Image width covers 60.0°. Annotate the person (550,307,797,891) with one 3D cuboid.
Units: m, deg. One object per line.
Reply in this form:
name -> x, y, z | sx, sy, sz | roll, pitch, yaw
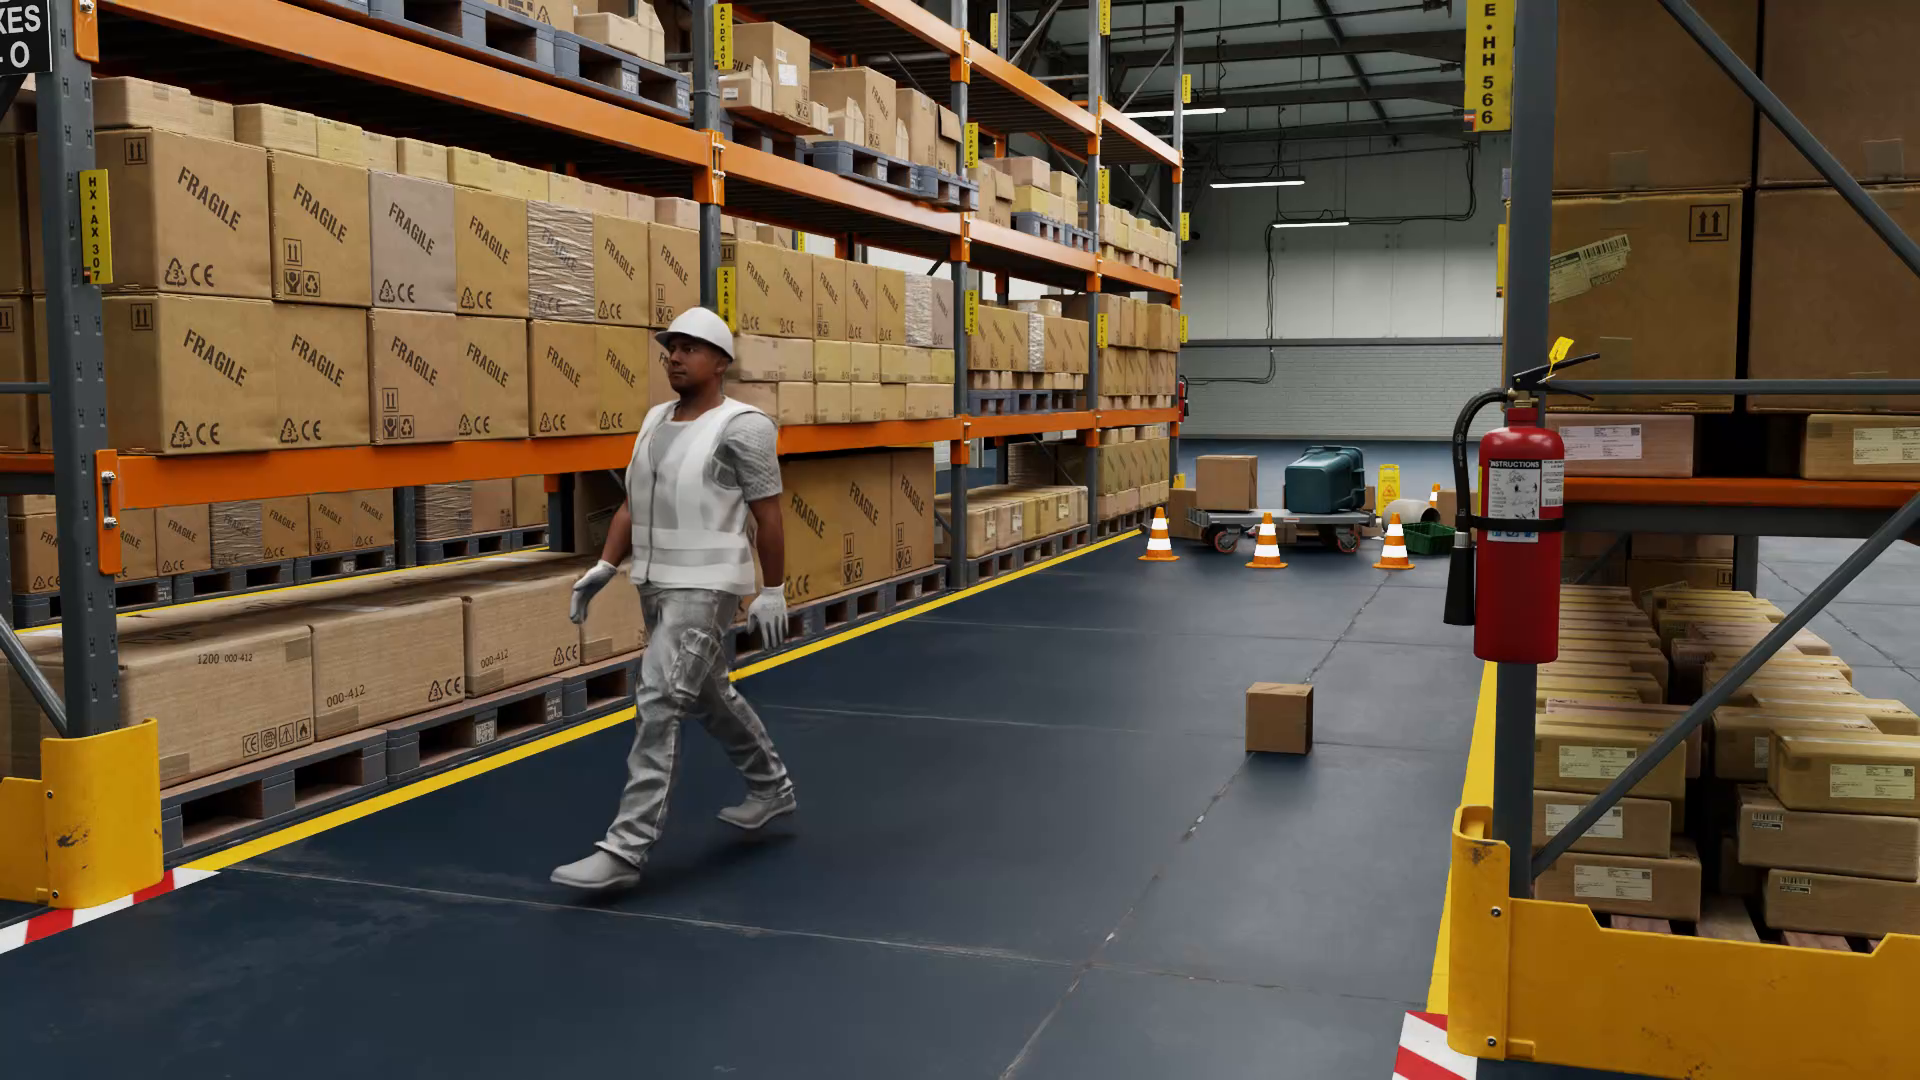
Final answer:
person -> -0.892, 0.148, 5.173 | 1.037, 1.735, 0.545 | -5, 7, -44
